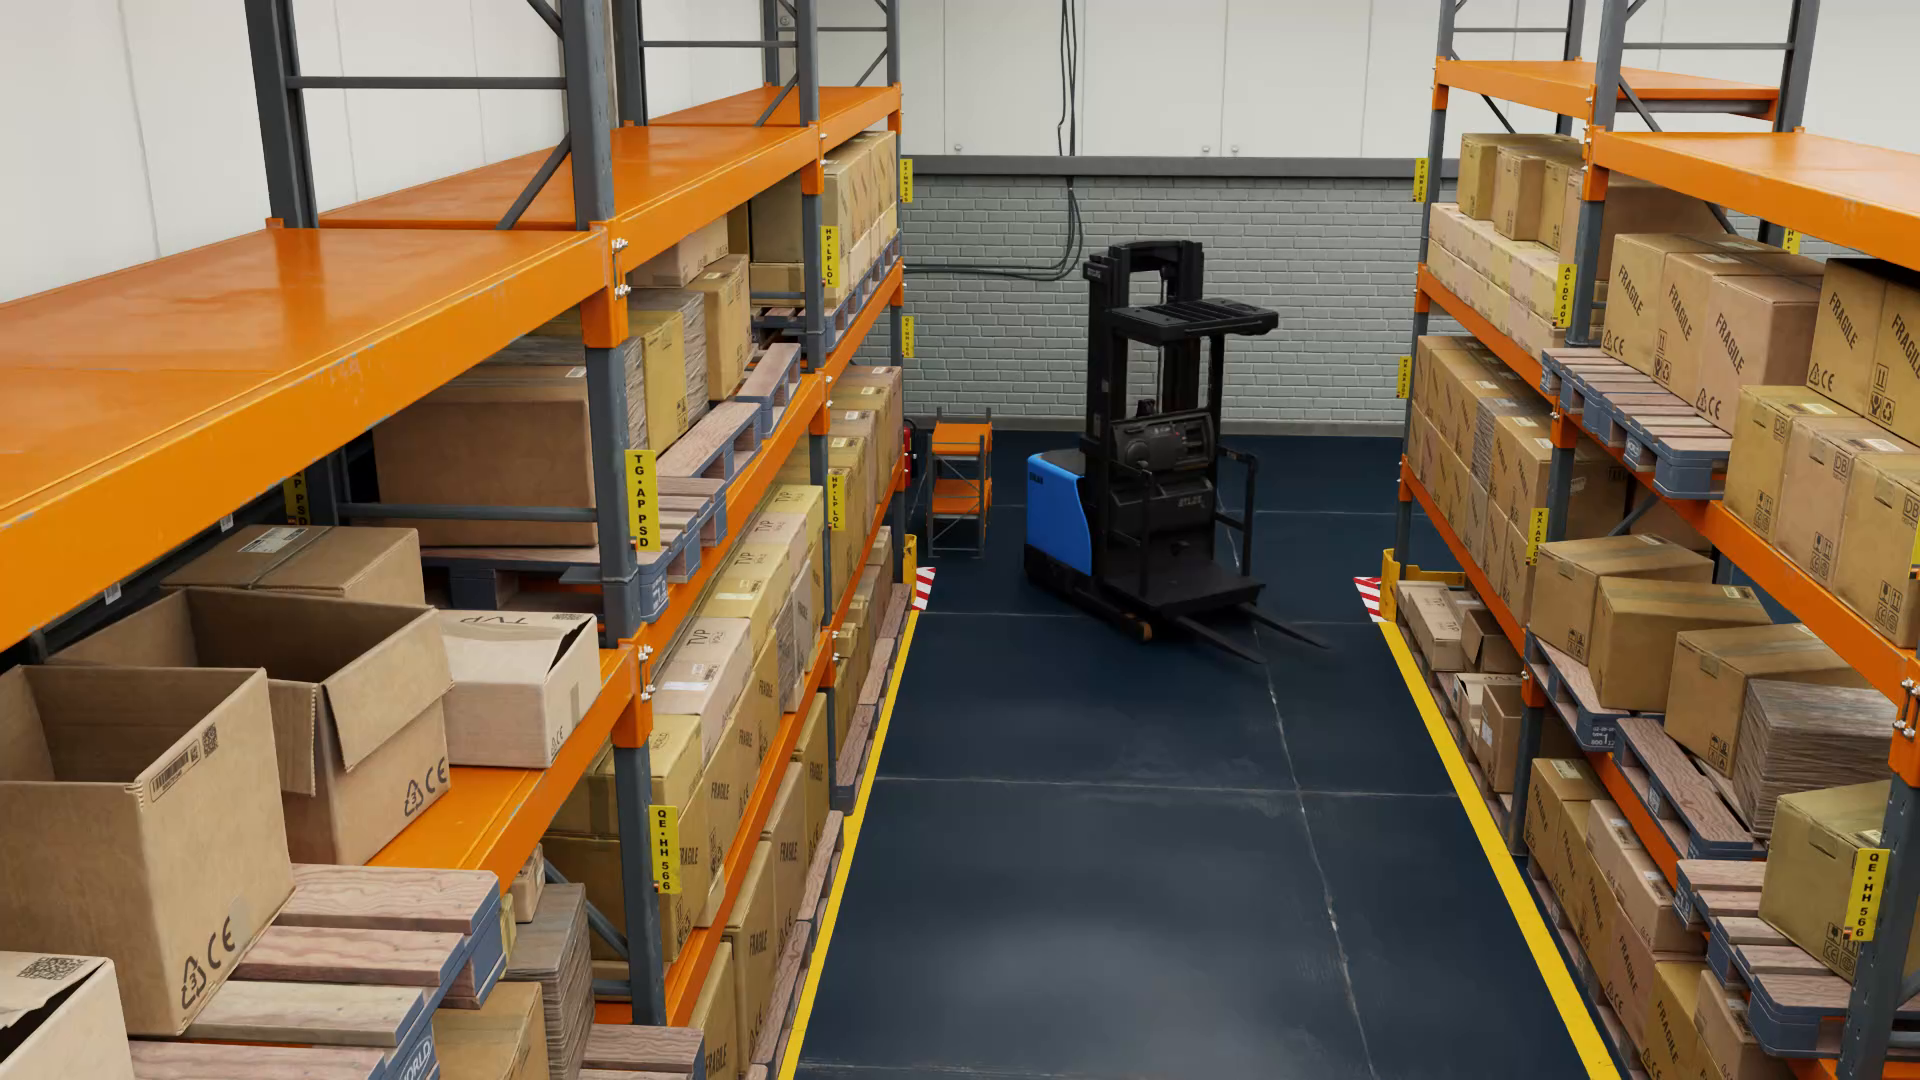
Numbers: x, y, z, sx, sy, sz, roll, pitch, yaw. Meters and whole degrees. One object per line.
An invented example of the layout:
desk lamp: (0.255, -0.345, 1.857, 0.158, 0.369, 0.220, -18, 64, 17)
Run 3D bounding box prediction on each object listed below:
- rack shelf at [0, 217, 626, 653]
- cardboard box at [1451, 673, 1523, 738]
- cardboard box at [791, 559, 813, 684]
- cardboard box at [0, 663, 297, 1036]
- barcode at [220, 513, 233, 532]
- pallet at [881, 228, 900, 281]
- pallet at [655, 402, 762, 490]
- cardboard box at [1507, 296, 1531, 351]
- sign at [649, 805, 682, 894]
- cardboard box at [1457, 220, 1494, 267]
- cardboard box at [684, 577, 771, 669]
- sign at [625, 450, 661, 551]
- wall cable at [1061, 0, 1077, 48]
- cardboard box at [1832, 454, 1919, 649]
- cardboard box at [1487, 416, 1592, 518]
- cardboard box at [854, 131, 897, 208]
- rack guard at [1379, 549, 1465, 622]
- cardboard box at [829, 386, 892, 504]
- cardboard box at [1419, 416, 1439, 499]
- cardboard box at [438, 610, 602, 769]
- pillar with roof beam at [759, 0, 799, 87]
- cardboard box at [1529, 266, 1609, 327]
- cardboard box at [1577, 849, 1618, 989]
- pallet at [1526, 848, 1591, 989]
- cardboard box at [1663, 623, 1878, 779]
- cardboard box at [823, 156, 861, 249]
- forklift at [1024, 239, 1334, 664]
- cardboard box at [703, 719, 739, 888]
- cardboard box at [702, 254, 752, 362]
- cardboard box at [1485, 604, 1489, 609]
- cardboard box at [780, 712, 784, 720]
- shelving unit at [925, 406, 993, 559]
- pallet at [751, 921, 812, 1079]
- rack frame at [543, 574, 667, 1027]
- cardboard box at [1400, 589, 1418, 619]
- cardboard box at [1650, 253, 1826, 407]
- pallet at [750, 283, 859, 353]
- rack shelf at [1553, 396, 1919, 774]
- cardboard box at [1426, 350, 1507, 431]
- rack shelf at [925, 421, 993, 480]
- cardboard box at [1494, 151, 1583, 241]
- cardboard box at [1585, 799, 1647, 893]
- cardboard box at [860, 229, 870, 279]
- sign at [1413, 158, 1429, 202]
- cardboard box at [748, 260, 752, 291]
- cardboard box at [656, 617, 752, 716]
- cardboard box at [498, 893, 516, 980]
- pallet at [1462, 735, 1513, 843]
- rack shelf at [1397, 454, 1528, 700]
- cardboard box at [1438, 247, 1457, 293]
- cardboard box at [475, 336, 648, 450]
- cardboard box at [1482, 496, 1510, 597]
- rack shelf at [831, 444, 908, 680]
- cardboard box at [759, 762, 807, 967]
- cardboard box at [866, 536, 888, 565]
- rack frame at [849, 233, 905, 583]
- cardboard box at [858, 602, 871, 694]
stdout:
rack shelf: (-1.670, -0.160, 3.085, 1.077, 0.370, 4.000, 1, 18, 4)
cardboard box: (3.513, 1.057, 10.818, 0.500, 0.311, 0.500, 1, 18, 4)
cardboard box: (-1.049, 0.404, 8.528, 0.500, 0.500, 0.500, 1, 18, 4)
cardboard box: (-1.606, 0.556, 3.083, 0.500, 0.500, 0.500, 1, 18, 2)
barcode: (-2.139, -0.064, 4.847, 0.001, 0.075, 0.075, 1, 18, 4)
pallet: (-0.996, -2.100, 12.166, 1.003, 0.211, 1.213, 1, 18, 4)
pallet: (-1.457, -0.347, 6.977, 1.003, 0.211, 1.213, 2, 18, 6)
cardboard box: (3.517, -1.262, 9.706, 0.500, 0.250, 0.500, 1, 18, 4)
sign: (-0.985, 1.034, 5.544, 0.100, 0.325, 0.005, 1, 18, 4)
cardboard box: (3.619, -1.965, 11.051, 0.500, 0.250, 0.500, 1, 18, 4)
cardboard box: (-1.137, 0.367, 7.439, 0.500, 0.250, 0.500, 1, 18, 3)
sign: (-0.986, -0.121, 5.154, 0.100, 0.325, 0.005, 1, 18, 4)
wall cable: (2.507, -6.411, 17.238, 3.097, 2.526, 0.112, 1, 18, 4)
cardboard box: (3.412, 0.038, 5.340, 0.910, 0.500, 0.500, 1, 18, 4)
cardboard box: (3.513, -0.440, 10.009, 0.500, 0.500, 0.500, 1, 18, 3)
cardboard box: (-0.734, -2.671, 11.969, 0.500, 0.500, 0.500, 1, 18, 4)
rack guard: (3.982, 0.374, 13.306, 1.175, 0.500, 0.348, 1, 18, 4)
cardboard box: (-1.021, -0.705, 12.102, 0.980, 0.700, 0.700, 1, 18, 3)
cardboard box: (3.661, -0.593, 12.082, 0.500, 0.500, 0.500, 1, 18, 3)
cardboard box: (-1.309, 0.375, 4.583, 0.500, 0.311, 0.500, 1, 18, 4)
pillar with roof beam: (2.671, -4.560, 14.714, 9.100, 9.000, 0.400, 1, 18, 4)
cardboard box: (3.465, -1.344, 9.156, 0.500, 0.250, 0.500, 1, 18, 4)
cardboard box: (3.353, 1.849, 8.097, 0.500, 0.500, 0.500, 2, 18, 5)
pallet: (3.680, 1.983, 8.859, 1.003, 0.211, 1.213, 1, 18, 4)
cardboard box: (3.636, 0.708, 7.438, 0.700, 0.500, 0.500, -3, 18, -10)
cardboard box: (-0.879, -2.037, 10.035, 0.500, 0.500, 0.500, 1, 18, 3)
forklift: (1.707, -0.762, 12.869, 1.130, 2.935, 3.031, -10, 21, -27)
cardboard box: (-1.190, 1.032, 6.614, 0.500, 0.500, 0.500, 2, 18, 6)
cardboard box: (-1.413, -1.116, 8.154, 0.700, 0.500, 0.500, 0, 18, 1)
cardboard box: (4.076, 0.598, 12.452, 0.380, 0.166, 0.250, 1, 18, 4)
cardboard box: (-1.084, 0.833, 8.263, 0.380, 0.149, 0.250, 1, 18, 4)
shelving unit: (0.000, -0.537, 15.081, 0.538, 1.125, 1.048, 1, 18, 4)
pallet: (-1.305, 2.242, 8.070, 1.003, 0.211, 1.213, 1, 18, 4)
rack frame: (-1.527, 1.538, 5.740, 1.000, 3.000, 0.127, 1, 18, 4)
cardboard box: (3.597, 0.500, 12.751, 0.380, 0.166, 0.250, 1, 18, 4)
cardboard box: (3.566, -0.953, 7.527, 0.600, 0.600, 0.600, 1, 18, 3)
pallet: (-1.171, -1.342, 9.853, 1.003, 0.211, 1.213, 1, 18, 4)
rack shelf: (3.557, -0.058, 6.947, 1.077, 0.370, 4.000, 1, 18, 4)
cardboard box: (3.663, -1.066, 11.919, 0.500, 0.500, 0.500, 1, 18, 4)
rack shelf: (0.000, -0.815, 14.990, 0.538, 0.278, 1.000, 1, 18, 4)
cardboard box: (3.789, -2.162, 10.446, 0.700, 0.500, 0.500, 1, 18, 4)
cardboard box: (3.351, 1.482, 8.012, 0.500, 0.250, 0.500, 1, 18, 4)
cardboard box: (-0.848, -1.832, 10.613, 0.500, 0.250, 0.500, 1, 18, 2)
sign: (3.446, -2.691, 12.423, 0.100, 0.325, 0.005, 1, 18, 4)
cardboard box: (-1.425, -1.524, 9.672, 0.500, 0.250, 0.500, 1, 18, 4)
cardboard box: (-1.168, 0.525, 6.955, 0.500, 0.250, 0.500, 1, 18, 4)
cardboard box: (-1.530, 1.181, 4.920, 0.380, 0.149, 0.250, -2, 18, -5)
pallet: (3.751, 1.517, 10.283, 1.003, 0.211, 1.213, 1, 18, 4)
rack shelf: (3.844, 0.125, 11.206, 1.077, 0.370, 4.000, 1, 18, 4)
cardboard box: (3.648, -1.883, 11.603, 0.500, 0.250, 0.500, 1, 18, 4)
cardboard box: (-1.564, -0.462, 6.159, 0.700, 0.500, 0.500, 0, 18, 1)
cardboard box: (3.516, 0.036, 10.162, 0.500, 0.500, 0.500, 2, 18, 5)
rack shelf: (-1.097, 0.016, 11.540, 1.077, 0.370, 4.000, 1, 18, 4)
cardboard box: (-1.218, 1.598, 8.334, 0.750, 0.750, 0.750, 2, 18, 6)
cardboard box: (-0.749, 0.076, 12.499, 0.380, 0.149, 0.250, 2, 18, 5)
rack frame: (-0.954, -0.947, 13.323, 1.000, 3.000, 0.127, 1, 18, 4)
cardboard box: (-1.006, 0.738, 11.520, 0.700, 0.500, 0.500, 2, 18, 5)
